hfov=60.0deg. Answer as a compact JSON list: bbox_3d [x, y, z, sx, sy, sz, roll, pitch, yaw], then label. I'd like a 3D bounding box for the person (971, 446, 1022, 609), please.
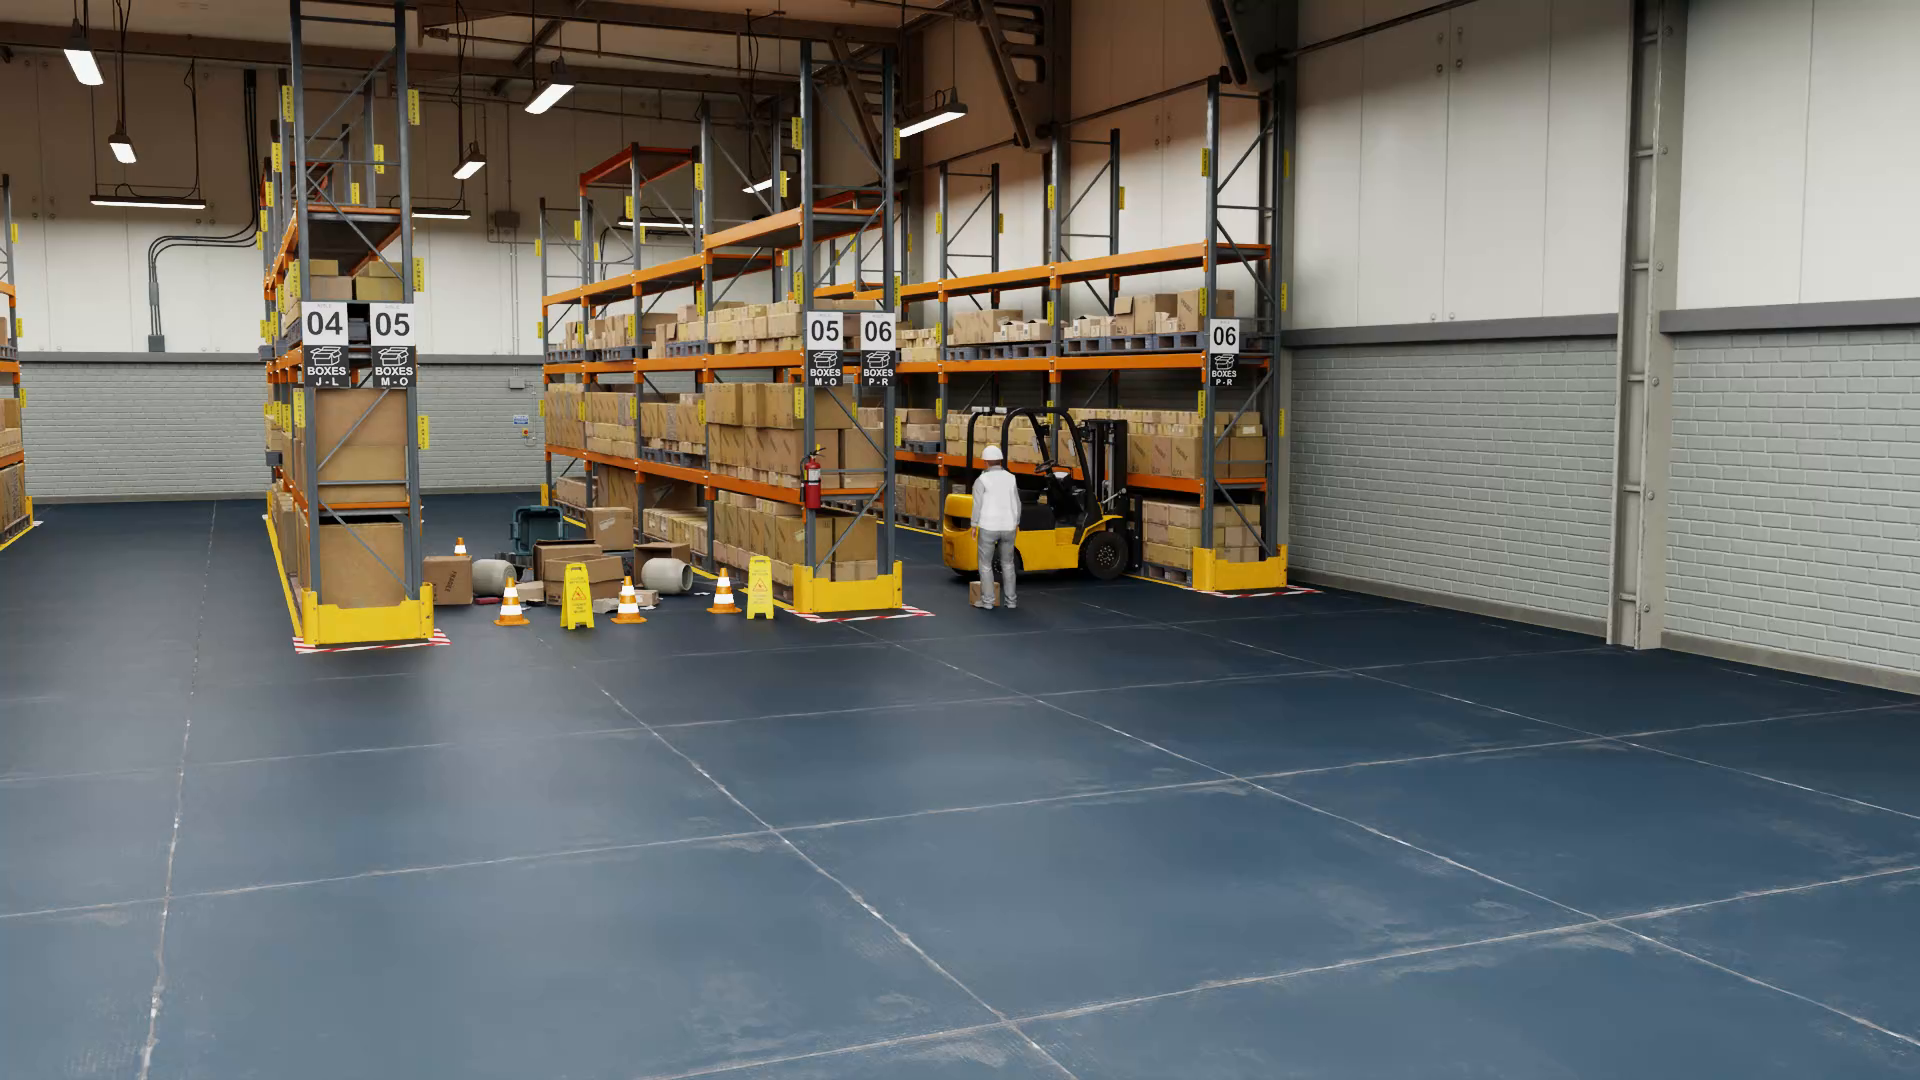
[{"bbox_3d":[0.389,-0.140,18.101,0.581,1.772,0.462,-2,6,-23],"label":"person"}]
